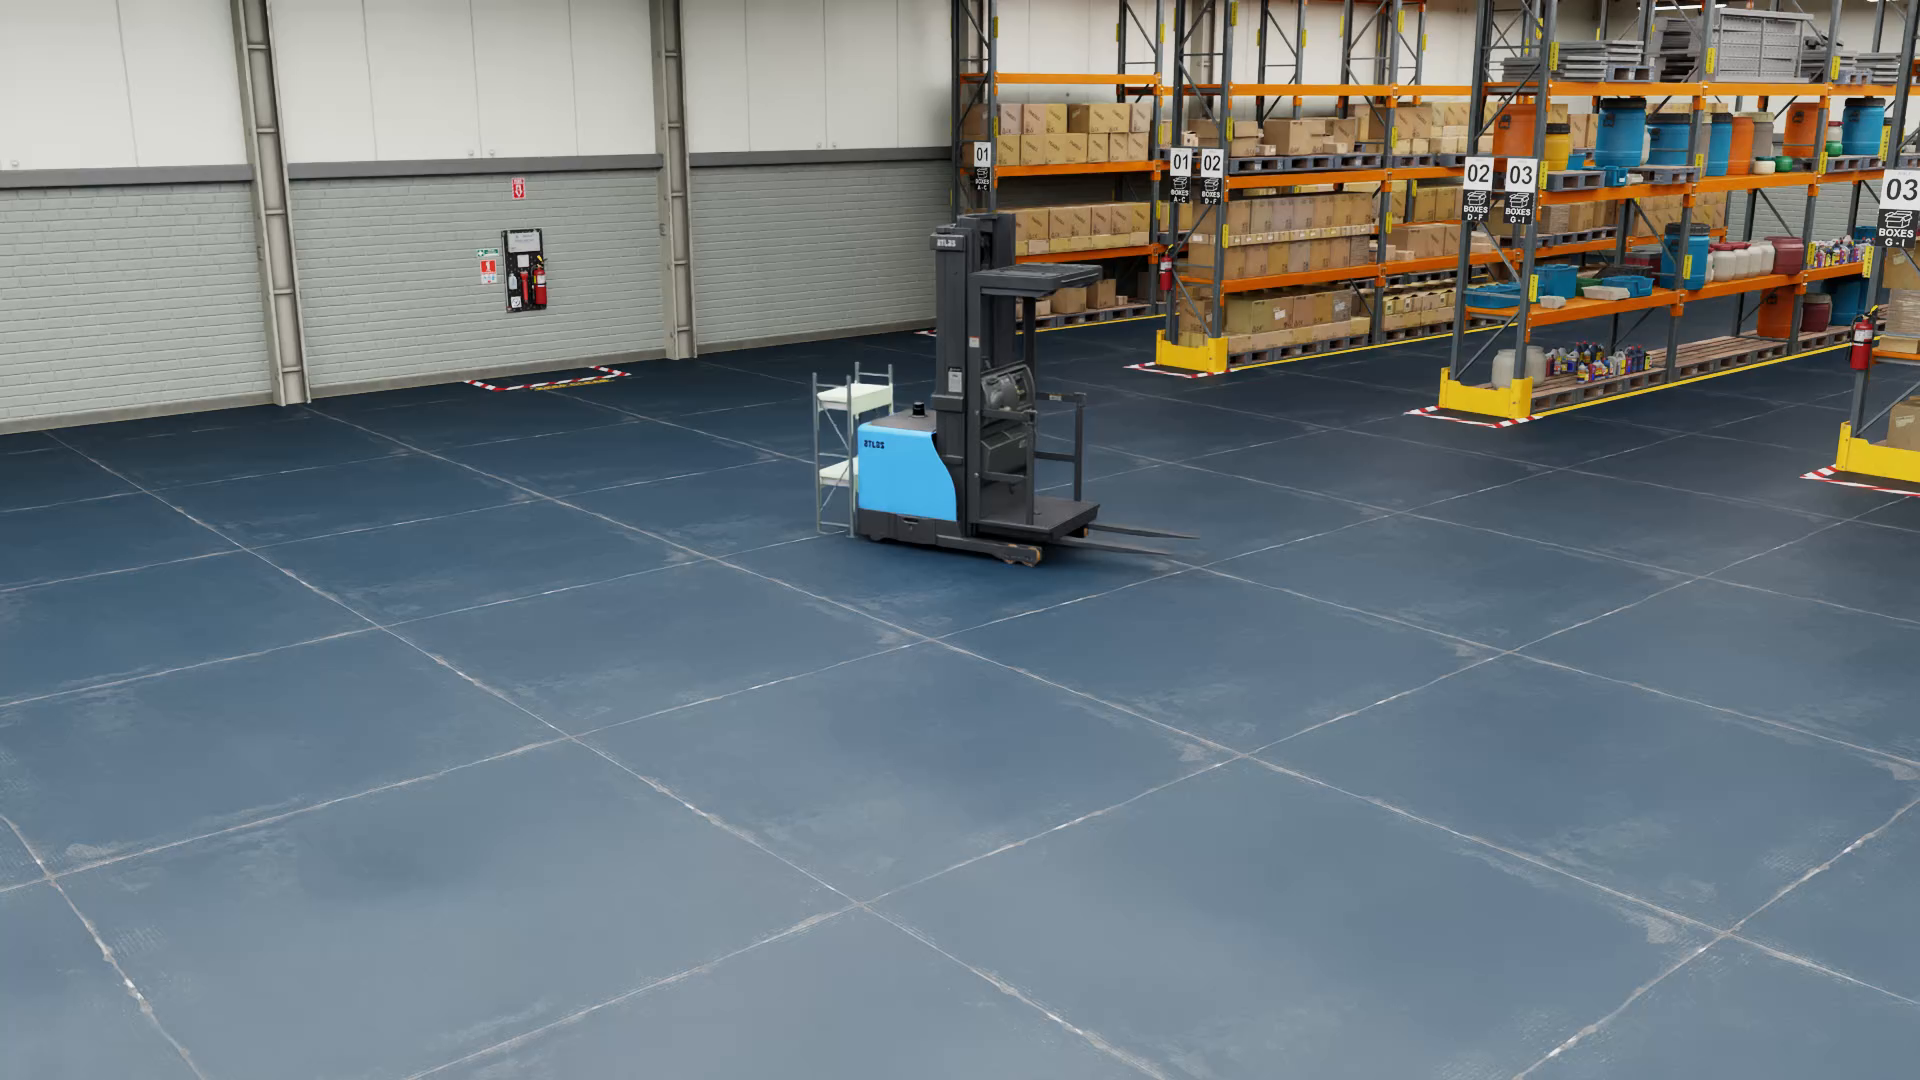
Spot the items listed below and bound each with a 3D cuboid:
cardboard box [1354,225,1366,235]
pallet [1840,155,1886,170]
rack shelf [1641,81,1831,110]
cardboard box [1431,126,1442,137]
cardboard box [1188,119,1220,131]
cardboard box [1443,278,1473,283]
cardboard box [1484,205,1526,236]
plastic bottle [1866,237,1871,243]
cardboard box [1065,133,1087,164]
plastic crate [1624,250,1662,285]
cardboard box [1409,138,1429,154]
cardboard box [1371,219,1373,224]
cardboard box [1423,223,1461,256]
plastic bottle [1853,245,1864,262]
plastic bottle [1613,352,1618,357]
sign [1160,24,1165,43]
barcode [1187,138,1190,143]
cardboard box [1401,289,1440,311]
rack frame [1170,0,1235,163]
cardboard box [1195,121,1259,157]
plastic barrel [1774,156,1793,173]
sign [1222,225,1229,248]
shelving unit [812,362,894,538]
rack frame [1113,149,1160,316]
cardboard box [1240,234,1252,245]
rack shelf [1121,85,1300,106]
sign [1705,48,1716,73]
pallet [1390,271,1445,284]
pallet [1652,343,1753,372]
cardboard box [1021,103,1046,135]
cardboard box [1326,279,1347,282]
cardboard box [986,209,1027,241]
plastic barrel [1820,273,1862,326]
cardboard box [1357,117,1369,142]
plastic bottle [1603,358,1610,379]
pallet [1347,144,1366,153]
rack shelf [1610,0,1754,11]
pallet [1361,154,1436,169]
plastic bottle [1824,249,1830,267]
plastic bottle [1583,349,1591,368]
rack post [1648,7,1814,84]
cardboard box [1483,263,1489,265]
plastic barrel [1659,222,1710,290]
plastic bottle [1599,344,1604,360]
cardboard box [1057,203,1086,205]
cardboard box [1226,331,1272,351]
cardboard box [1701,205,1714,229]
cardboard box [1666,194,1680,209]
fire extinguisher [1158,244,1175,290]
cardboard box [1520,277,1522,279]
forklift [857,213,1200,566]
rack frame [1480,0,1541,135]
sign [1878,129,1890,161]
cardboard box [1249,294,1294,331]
[{"bbox_3d":[6.249,-4.964,26.571,0.250,0.149,0.380,-13,20,-41],"label":"cardboard box"},{"bbox_3d":[14.404,-6.135,26.960,1.213,0.211,1.003,-13,19,-39],"label":"pallet"},{"bbox_3d":[11.258,-6.463,24.178,4.000,0.370,1.077,-13,19,-39],"label":"rack shelf"},{"bbox_3d":[9.976,-8.744,35.645,0.500,0.250,0.500,-13,20,-40],"label":"cardboard box"},{"bbox_3d":[4.642,-7.682,31.376,0.500,0.500,0.500,-14,20,-41],"label":"cardboard box"},{"bbox_3d":[8.931,-4.523,29.799,0.500,0.311,0.500,-12,19,-38],"label":"cardboard box"},{"bbox_3d":[9.920,-5.789,30.103,0.700,0.500,0.500,8,17,28],"label":"cardboard box"},{"bbox_3d":[15.211,-4.907,27.903,0.185,0.351,0.144,-13,19,-39],"label":"plastic bottle"},{"bbox_3d":[1.853,-6.801,28.852,0.500,0.500,0.500,-11,19,-36],"label":"cardboard box"},{"bbox_3d":[9.914,-3.939,24.061,0.583,0.464,0.402,-13,19,-39],"label":"plastic crate"},{"bbox_3d":[7.385,-6.507,27.464,0.500,0.250,0.500,14,20,42],"label":"cardboard box"},{"bbox_3d":[8.424,-6.659,34.817,0.250,0.149,0.380,-13,19,-39],"label":"cardboard box"},{"bbox_3d":[8.263,-5.170,28.600,0.500,0.500,0.500,-14,20,-42],"label":"cardboard box"},{"bbox_3d":[14.767,-4.723,27.359,0.135,0.276,0.152,-13,19,-39],"label":"plastic bottle"},{"bbox_3d":[9.192,-2.490,23.186,0.135,0.276,0.152,-13,19,-39],"label":"plastic bottle"},{"bbox_3d":[3.589,-8.975,29.448,0.005,0.325,0.100,-13,19,-39],"label":"sign"},{"bbox_3d":[3.394,-5.929,24.696,0.075,0.075,0.001,-13,19,-39],"label":"barcode"},{"bbox_3d":[7.747,-4.070,28.103,0.500,0.311,0.500,-14,20,-41],"label":"cardboard box"},{"bbox_3d":[3.483,-6.952,23.841,0.127,3.000,1.000,-13,19,-39],"label":"rack frame"},{"bbox_3d":[3.920,-5.920,24.504,0.637,0.503,0.797,-11,18,-36],"label":"cardboard box"},{"bbox_3d":[12.614,-5.767,25.515,0.294,0.245,0.294,0,15,0],"label":"plastic barrel"},{"bbox_3d":[3.843,-4.402,24.085,0.005,0.325,0.100,-13,19,-39],"label":"sign"},{"bbox_3d":[-0.982,-0.855,15.538,0.431,1.500,0.755,8,17,28],"label":"shelving unit"},{"bbox_3d":[3.246,-5.695,30.760,0.127,3.000,1.000,-13,19,-39],"label":"rack frame"},{"bbox_3d":[4.118,-4.486,24.780,0.250,0.149,0.380,-13,20,-41],"label":"cardboard box"},{"bbox_3d":[4.755,-8.392,31.399,4.000,0.370,1.077,-13,19,-39],"label":"rack shelf"},{"bbox_3d":[10.102,-6.455,22.384,0.005,0.325,0.100,-13,19,-39],"label":"sign"},{"bbox_3d":[9.906,-5.817,36.619,1.213,0.211,1.003,-13,19,-39],"label":"pallet"},{"bbox_3d":[11.237,-2.768,25.203,1.213,0.211,1.003,-13,19,-39],"label":"pallet"},{"bbox_3d":[1.090,-7.101,28.040,0.500,0.500,0.500,-13,20,-40],"label":"cardboard box"},{"bbox_3d":[7.570,-5.784,34.442,0.750,0.750,0.750,-13,20,-40],"label":"cardboard box"},{"bbox_3d":[0.786,-5.340,28.227,0.500,0.500,0.500,-13,19,-39],"label":"cardboard box"},{"bbox_3d":[14.829,-4.102,28.048,0.708,0.901,0.600,-13,19,-39],"label":"plastic barrel"},{"bbox_3d":[8.168,-8.526,34.498,0.500,0.500,0.700,-13,20,-40],"label":"cardboard box"},{"bbox_3d":[8.791,-2.339,22.630,0.097,0.271,0.097,0,15,0],"label":"plastic bottle"},{"bbox_3d":[7.556,-8.040,34.092,1.213,0.211,1.003,-12,19,-37],"label":"pallet"},{"bbox_3d":[14.045,-10.582,32.384,4.000,0.370,1.077,-13,19,-39],"label":"rack shelf"},{"bbox_3d":[7.158,-6.240,27.358,1.217,0.209,0.805,-14,20,-42],"label":"pallet"},{"bbox_3d":[13.786,-4.491,26.475,0.133,0.283,0.061,-13,19,-39],"label":"plastic bottle"},{"bbox_3d":[8.838,-2.557,23.445,0.097,0.271,0.097,0,15,0],"label":"plastic bottle"},{"bbox_3d":[11.179,-7.112,24.051,3.121,1.000,1.013,-13,19,-39],"label":"rack post"},{"bbox_3d":[11.836,-6.585,38.122,0.500,0.500,0.700,-13,19,-39],"label":"cardboard box"},{"bbox_3d":[10.240,-4.015,23.499,0.708,0.901,0.600,-13,19,-39],"label":"plastic barrel"},{"bbox_3d":[9.221,-2.693,23.952,0.097,0.271,0.097,0,15,0],"label":"plastic bottle"},{"bbox_3d":[1.982,-5.786,29.897,0.500,0.500,0.500,-12,19,-38],"label":"cardboard box"},{"bbox_3d":[4.409,-3.062,25.413,0.500,0.250,0.500,-13,19,-39],"label":"cardboard box"},{"bbox_3d":[15.005,-6.595,33.935,0.500,0.500,0.500,-12,19,-39],"label":"cardboard box"},{"bbox_3d":[13.853,-6.818,32.830,0.500,0.500,0.500,-13,20,-41],"label":"cardboard box"},{"bbox_3d":[3.089,-4.087,24.889,0.183,0.674,0.296,-13,19,-39],"label":"fire extinguisher"},{"bbox_3d":[10.441,-4.525,30.371,0.500,0.500,0.500,-14,20,-41],"label":"cardboard box"},{"bbox_3d":[0.605,-1.344,14.601,3.031,2.935,1.130,8,17,27],"label":"forklift"},{"bbox_3d":[9.518,-8.308,28.914,0.127,3.000,1.000,-13,19,-39],"label":"rack frame"},{"bbox_3d":[9.634,-4.113,17.309,0.005,0.325,0.100,-13,19,-39],"label":"sign"},{"bbox_3d":[4.779,-3.511,25.642,0.500,0.500,0.500,-13,19,-39],"label":"cardboard box"}]
